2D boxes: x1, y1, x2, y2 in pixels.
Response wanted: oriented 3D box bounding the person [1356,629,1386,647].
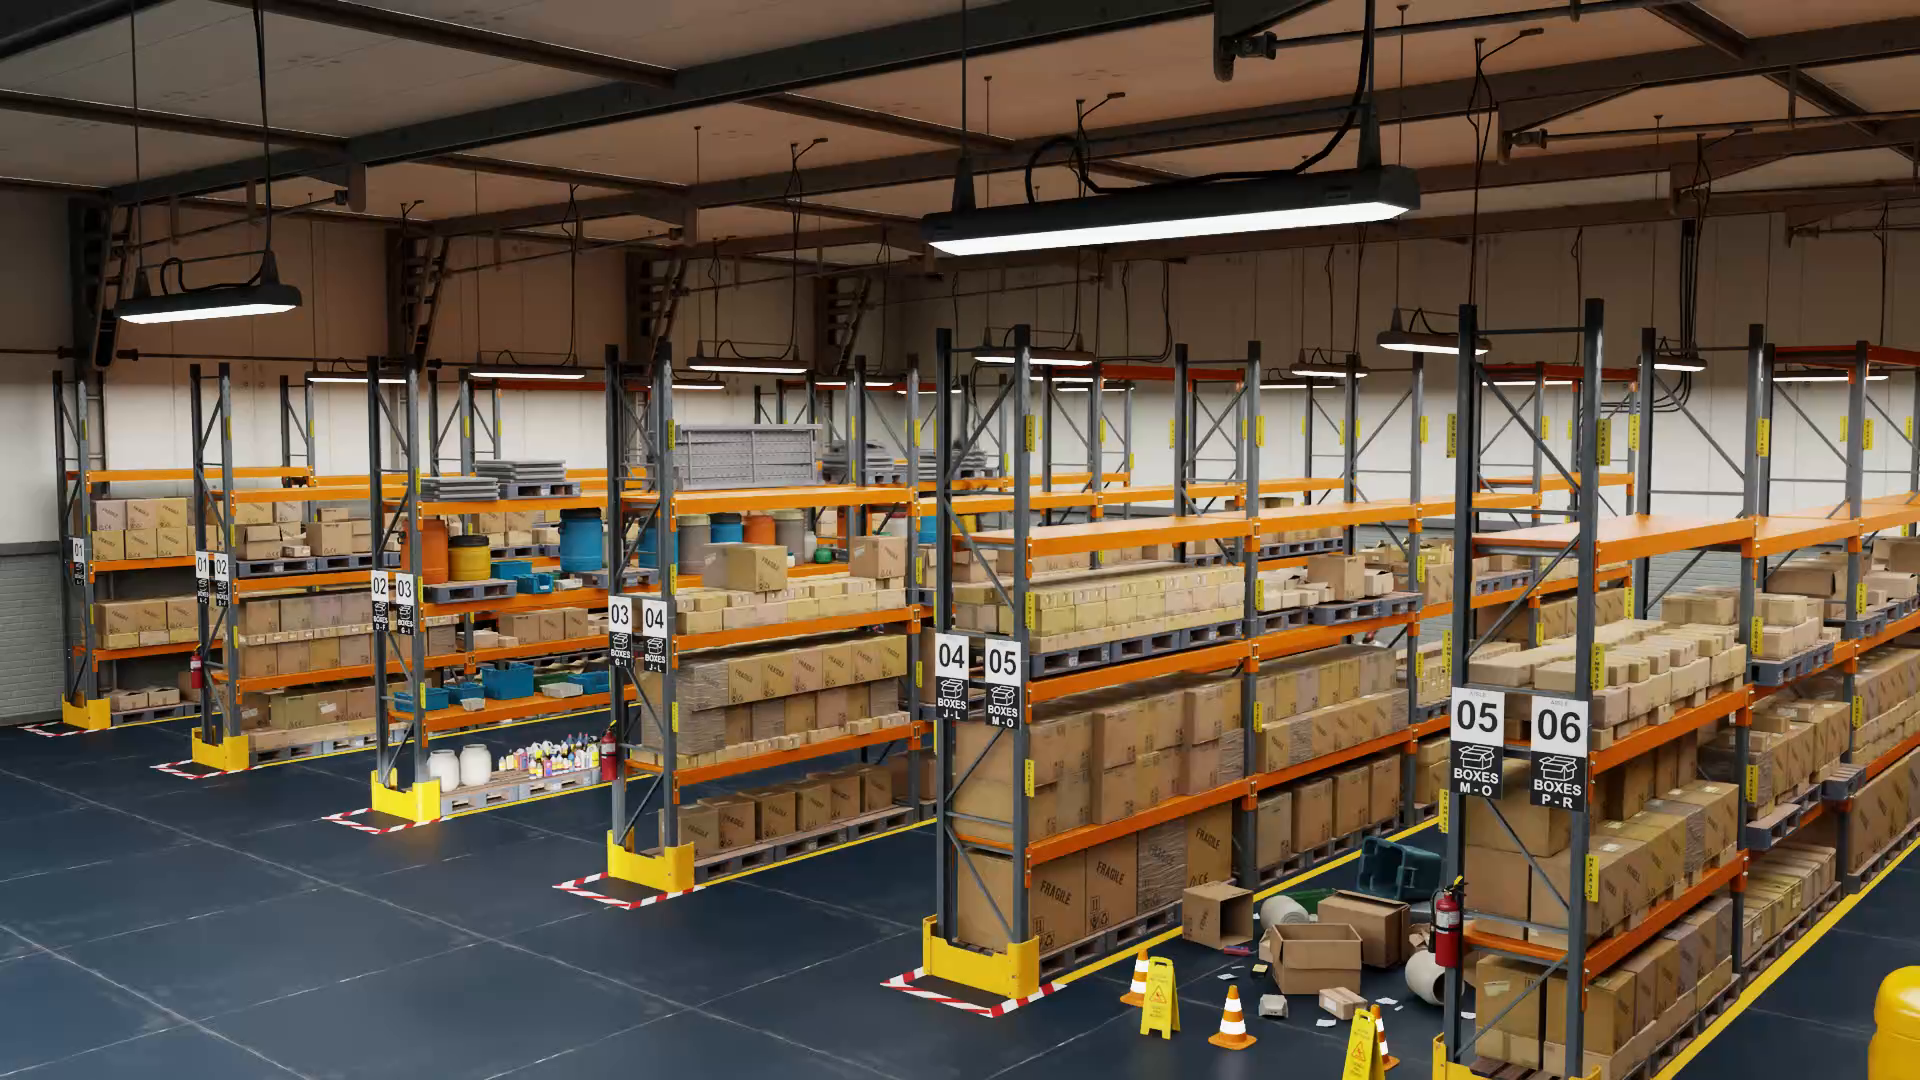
[{"bbox_3d":[6.929,2.277,28.100,0.672,1.742,0.742,2,5,31],"label":"person"}]
